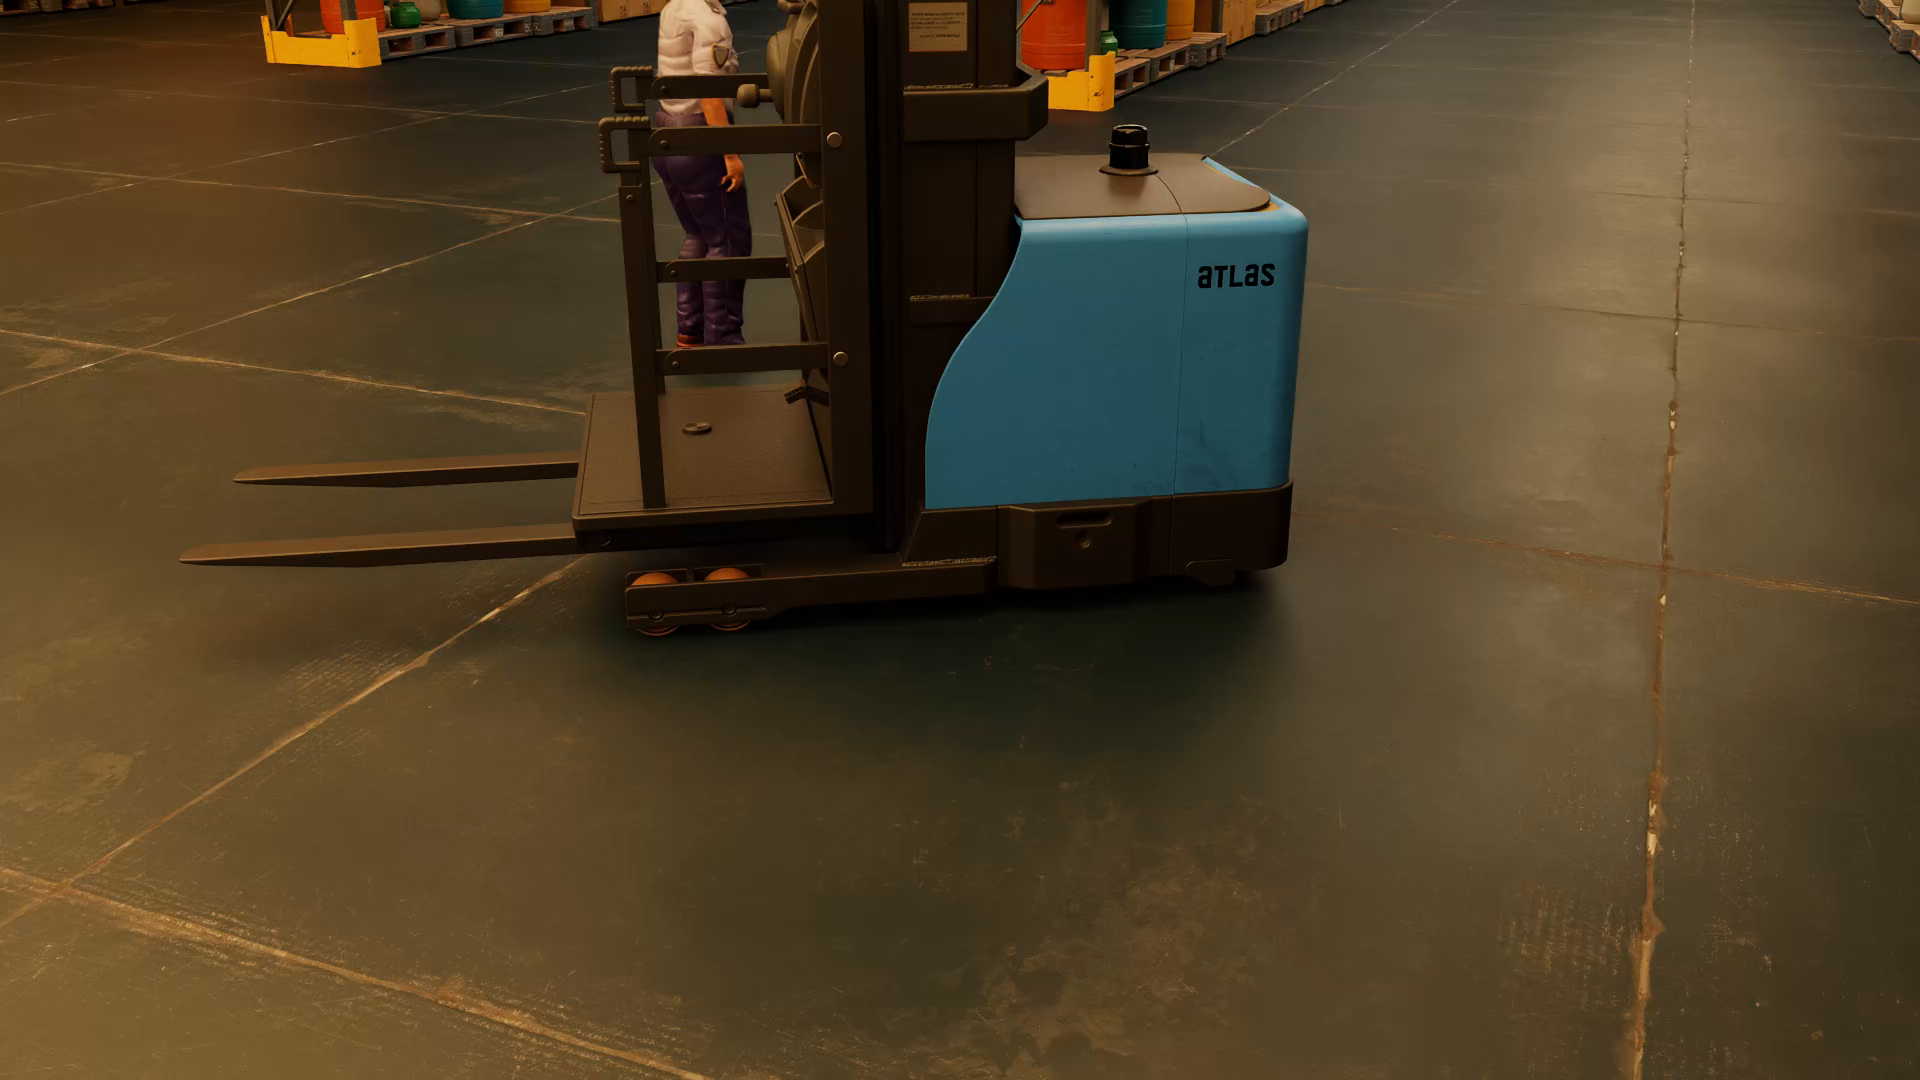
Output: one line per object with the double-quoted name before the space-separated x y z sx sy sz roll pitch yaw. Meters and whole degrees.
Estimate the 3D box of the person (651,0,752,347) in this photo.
"person" -1.017 -1.539 6.641 0.375 1.648 0.545 -12 25 -26

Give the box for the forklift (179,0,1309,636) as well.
"forklift" -0.622 -1.313 4.434 3.031 2.935 1.130 -4 23 -9
